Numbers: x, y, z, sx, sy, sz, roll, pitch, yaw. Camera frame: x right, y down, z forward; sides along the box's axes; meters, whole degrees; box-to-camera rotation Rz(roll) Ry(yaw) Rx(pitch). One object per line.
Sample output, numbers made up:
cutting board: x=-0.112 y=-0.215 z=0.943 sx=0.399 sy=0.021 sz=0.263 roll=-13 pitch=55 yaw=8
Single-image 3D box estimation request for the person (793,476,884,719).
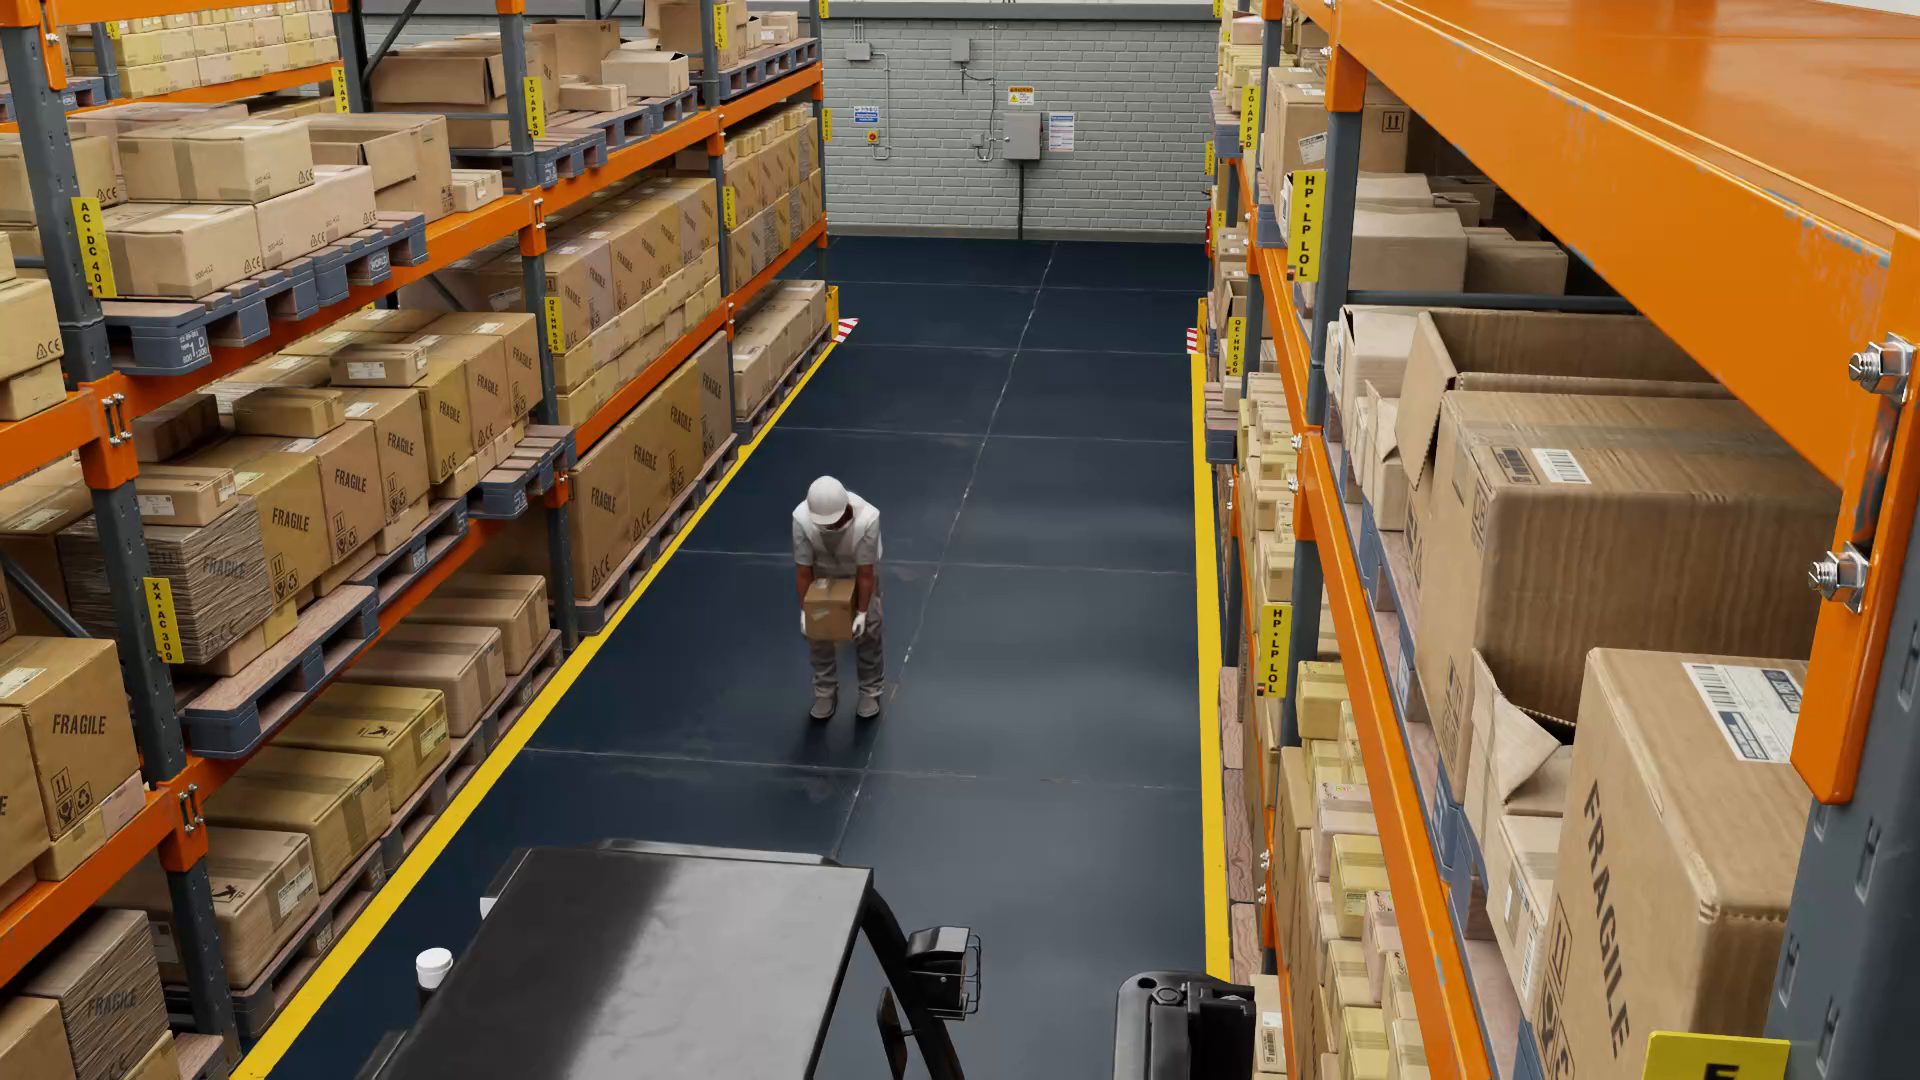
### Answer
person: x=-0.662 y=0.294 z=9.117 sx=0.471 sy=1.544 sz=0.823 roll=2 pitch=21 yaw=5
